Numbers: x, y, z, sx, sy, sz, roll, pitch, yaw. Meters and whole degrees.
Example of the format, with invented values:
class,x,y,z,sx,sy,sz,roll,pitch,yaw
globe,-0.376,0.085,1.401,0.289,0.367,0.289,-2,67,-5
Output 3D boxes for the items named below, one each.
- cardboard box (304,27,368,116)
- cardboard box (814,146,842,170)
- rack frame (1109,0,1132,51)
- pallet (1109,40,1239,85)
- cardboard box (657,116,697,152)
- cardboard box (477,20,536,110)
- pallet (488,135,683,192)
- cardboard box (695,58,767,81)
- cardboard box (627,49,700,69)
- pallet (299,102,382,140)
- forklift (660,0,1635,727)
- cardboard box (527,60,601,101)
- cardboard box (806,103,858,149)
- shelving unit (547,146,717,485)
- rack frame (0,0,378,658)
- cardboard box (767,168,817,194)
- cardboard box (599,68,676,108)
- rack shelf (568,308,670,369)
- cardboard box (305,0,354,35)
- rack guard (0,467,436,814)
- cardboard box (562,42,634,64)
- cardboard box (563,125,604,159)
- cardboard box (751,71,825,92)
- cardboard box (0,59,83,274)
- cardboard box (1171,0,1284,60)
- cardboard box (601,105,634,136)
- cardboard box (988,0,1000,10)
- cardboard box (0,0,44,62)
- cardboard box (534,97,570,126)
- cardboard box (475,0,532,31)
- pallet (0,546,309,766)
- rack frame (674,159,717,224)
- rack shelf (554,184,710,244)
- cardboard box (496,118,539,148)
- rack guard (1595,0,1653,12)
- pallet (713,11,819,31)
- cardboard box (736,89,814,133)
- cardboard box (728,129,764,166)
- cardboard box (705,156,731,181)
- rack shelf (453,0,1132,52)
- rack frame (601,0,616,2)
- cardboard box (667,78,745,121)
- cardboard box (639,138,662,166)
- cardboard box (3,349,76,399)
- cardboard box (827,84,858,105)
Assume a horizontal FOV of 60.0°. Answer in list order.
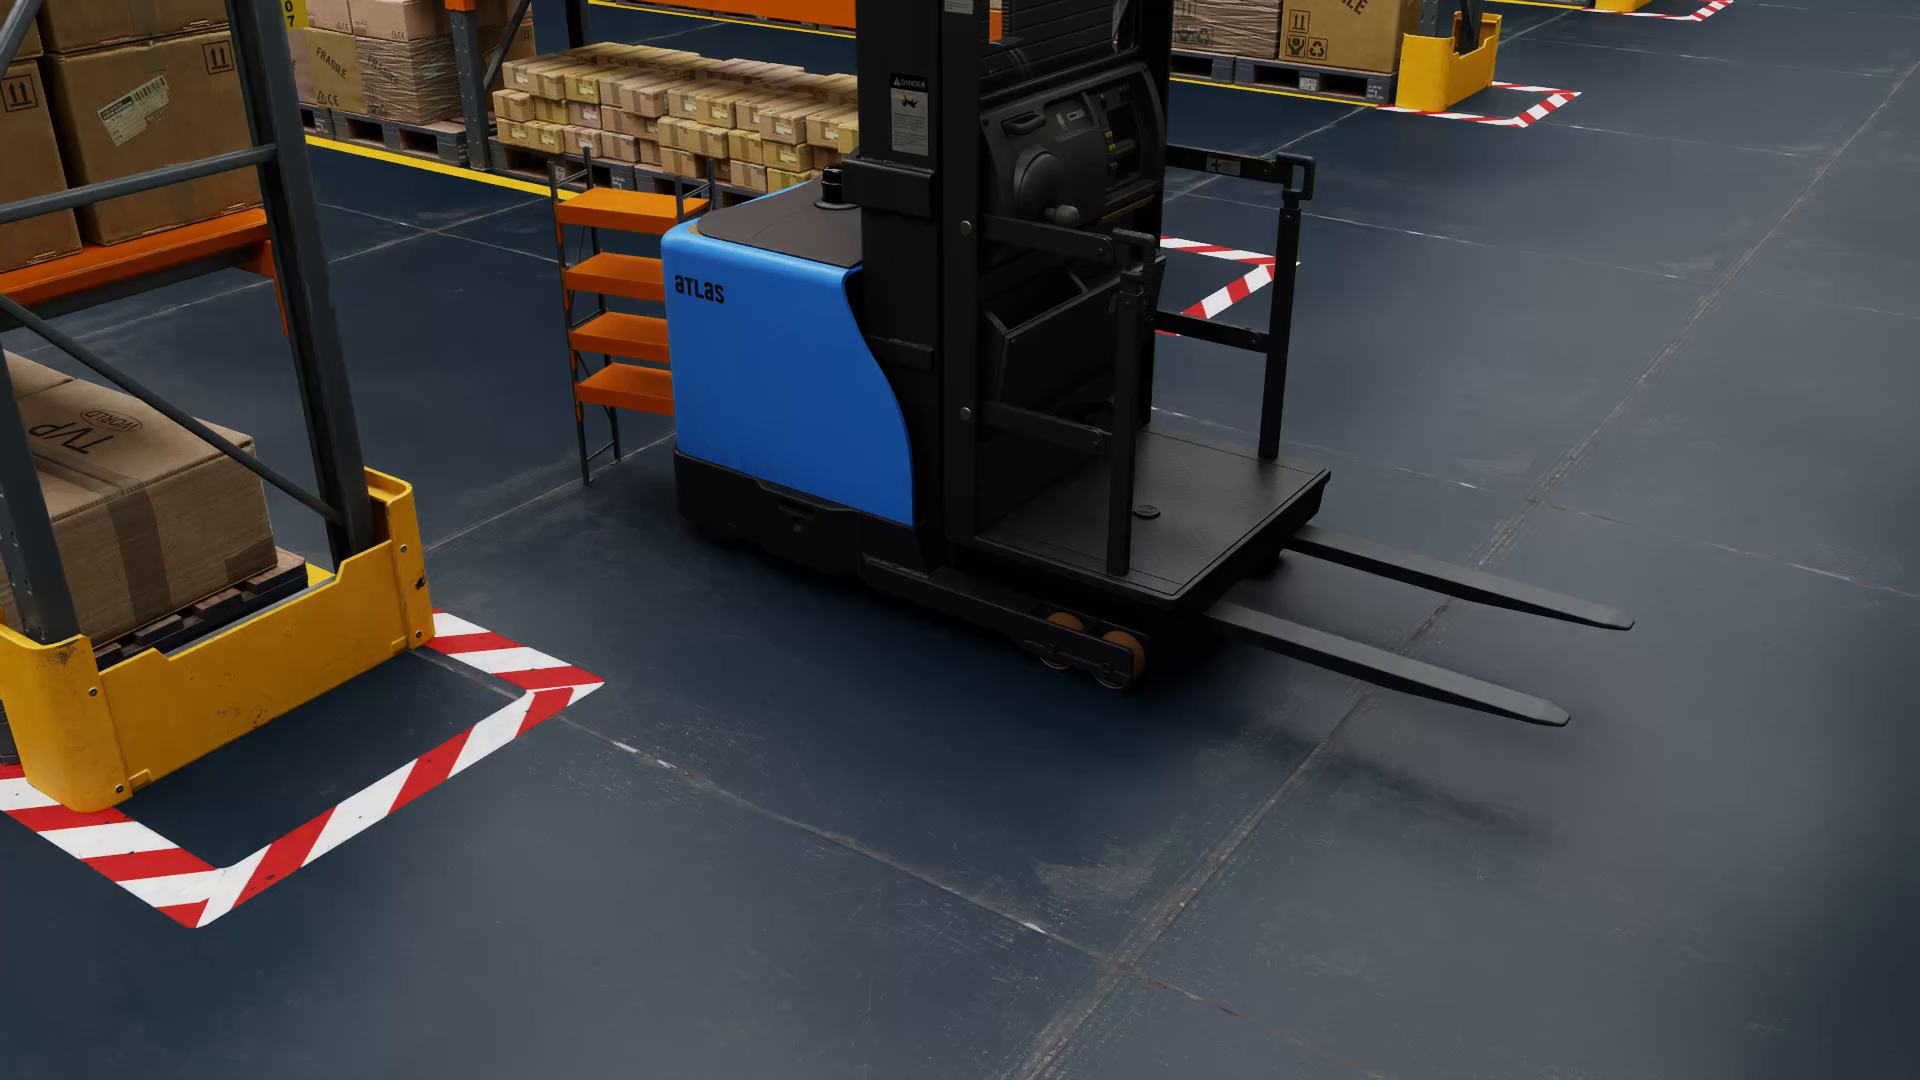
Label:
class,x,y,z,sx,sy,sz,roll,pitch,yaw
cardboard box,-3.851,-3.083,10.795,0.500,0.500,0.500,16,31,29
cardboard box,-0.567,-2.074,8.870,0.250,0.149,0.380,17,31,30
rack frame,0.622,-2.755,7.857,0.127,3.000,1.000,17,32,30
pallet,1.809,-3.831,13.045,1.213,0.211,1.003,17,32,30
cardboard box,-1.471,-2.300,9.315,0.250,0.149,0.380,17,32,30
cardboard box,-3.134,-3.145,10.915,0.500,0.500,0.500,19,32,32
pallet,-2.102,-2.381,10.195,1.213,0.211,1.003,17,32,30
cardboard box,-1.347,-2.727,9.826,0.250,0.149,0.380,16,31,28
cardboard box,-1.792,-2.858,10.083,0.250,0.149,0.380,17,32,30
pallet,-4.328,-3.052,11.515,1.213,0.211,1.003,17,32,30
forklift,0.517,-1.143,4.764,3.031,2.935,1.130,18,32,31
cardboard box,-2.315,-2.706,9.783,0.250,0.149,0.380,19,33,33
cardboard box,-0.596,-2.174,8.738,0.250,0.149,0.380,16,31,28
shelving unit,-1.115,-0.749,5.900,0.503,1.200,0.258,10,29,19
rack frame,-2.097,-0.879,4.170,0.127,3.000,1.000,17,32,30
cardboard box,-0.825,-1.958,8.971,0.250,0.149,0.380,16,31,28
cardboard box,-1.851,-2.601,9.577,0.250,0.149,0.380,16,31,29
rack shelf,-1.115,-0.690,5.930,0.480,0.148,0.258,10,29,19
cardboard box,-3.848,-3.424,10.636,0.500,0.250,0.500,19,33,33
rack guard,-2.078,0.241,4.725,0.348,0.500,1.175,17,32,30
cardboard box,-2.235,-2.970,10.304,0.250,0.149,0.380,18,32,32
cardboard box,-2.103,-2.373,9.786,0.250,0.149,0.380,17,32,30
cardboard box,-0.975,-2.558,9.494,0.250,0.149,0.380,17,32,30
cardboard box,-2.645,-0.948,4.196,0.500,0.500,0.500,18,32,31
cardboard box,2.190,-4.192,12.560,0.875,0.875,0.875,17,32,30
cardboard box,-1.856,-2.468,9.645,0.250,0.149,0.380,16,31,28
cardboard box,0.193,-2.622,7.871,0.250,0.149,0.380,17,32,30
cardboard box,-2.630,-1.404,3.989,0.500,0.500,0.500,18,32,32
cardboard box,-2.298,-2.588,9.880,0.250,0.149,0.380,18,32,31
cardboard box,-3.135,-3.478,10.744,0.500,0.250,0.500,16,31,28
pallet,-2.801,0.188,5.148,1.213,0.211,1.003,17,32,30
rack frame,-0.888,-0.710,5.822,0.015,1.200,0.240,10,29,19
rack shelf,-1.115,-1.100,5.722,0.480,0.148,0.258,10,29,19
cardboard box,-2.557,-2.486,10.007,0.250,0.149,0.380,16,31,28
rack guard,6.345,-5.320,15.653,0.348,0.500,1.175,17,32,30
pallet,-1.472,-4.851,15.050,1.213,0.211,1.003,17,32,30
cardboard box,-1.003,-2.331,9.047,0.250,0.149,0.380,16,31,29
cardboard box,-1.039,-2.167,9.053,0.250,0.149,0.380,19,33,33
cardboard box,-1.205,-2.129,9.306,0.250,0.149,0.380,18,32,32
rack shelf,-1.027,-2.948,9.030,4.000,0.370,1.077,17,32,30
rack frame,-3.081,-6.638,15.487,0.127,3.000,1.000,17,32,30
cardboard box,-1.416,-2.466,9.312,0.250,0.149,0.380,16,31,28
cardboard box,-1.624,-2.270,9.584,0.250,0.149,0.380,16,31,28
cardboard box,-3.457,-0.288,5.371,0.875,0.438,0.875,18,32,32
cardboard box,-0.523,-2.445,9.271,0.250,0.149,0.380,19,32,32
